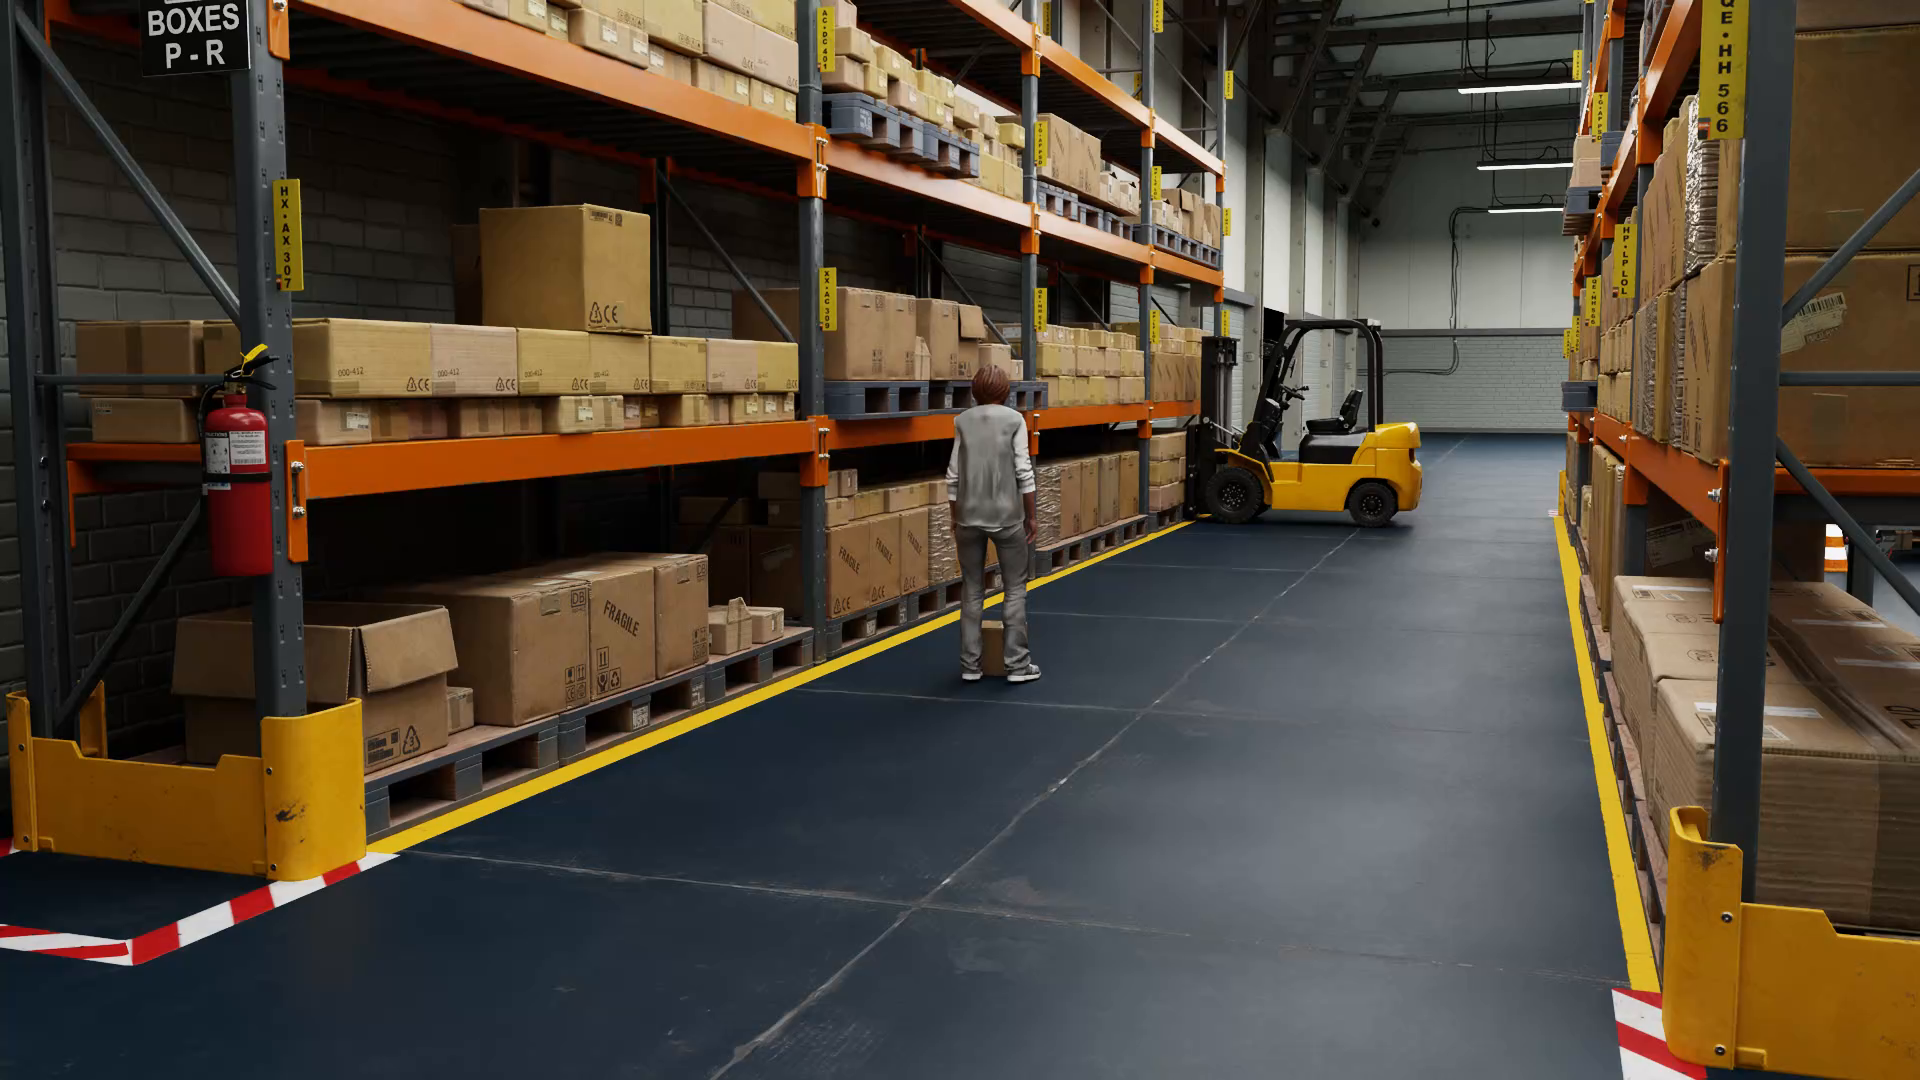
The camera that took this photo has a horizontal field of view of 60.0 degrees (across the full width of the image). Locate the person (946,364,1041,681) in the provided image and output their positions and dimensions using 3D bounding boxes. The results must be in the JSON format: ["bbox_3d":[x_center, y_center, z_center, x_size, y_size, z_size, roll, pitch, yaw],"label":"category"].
[{"bbox_3d":[0.157,-0.083,8.340,0.462,1.592,0.344,2,6,16],"label":"person"}]
